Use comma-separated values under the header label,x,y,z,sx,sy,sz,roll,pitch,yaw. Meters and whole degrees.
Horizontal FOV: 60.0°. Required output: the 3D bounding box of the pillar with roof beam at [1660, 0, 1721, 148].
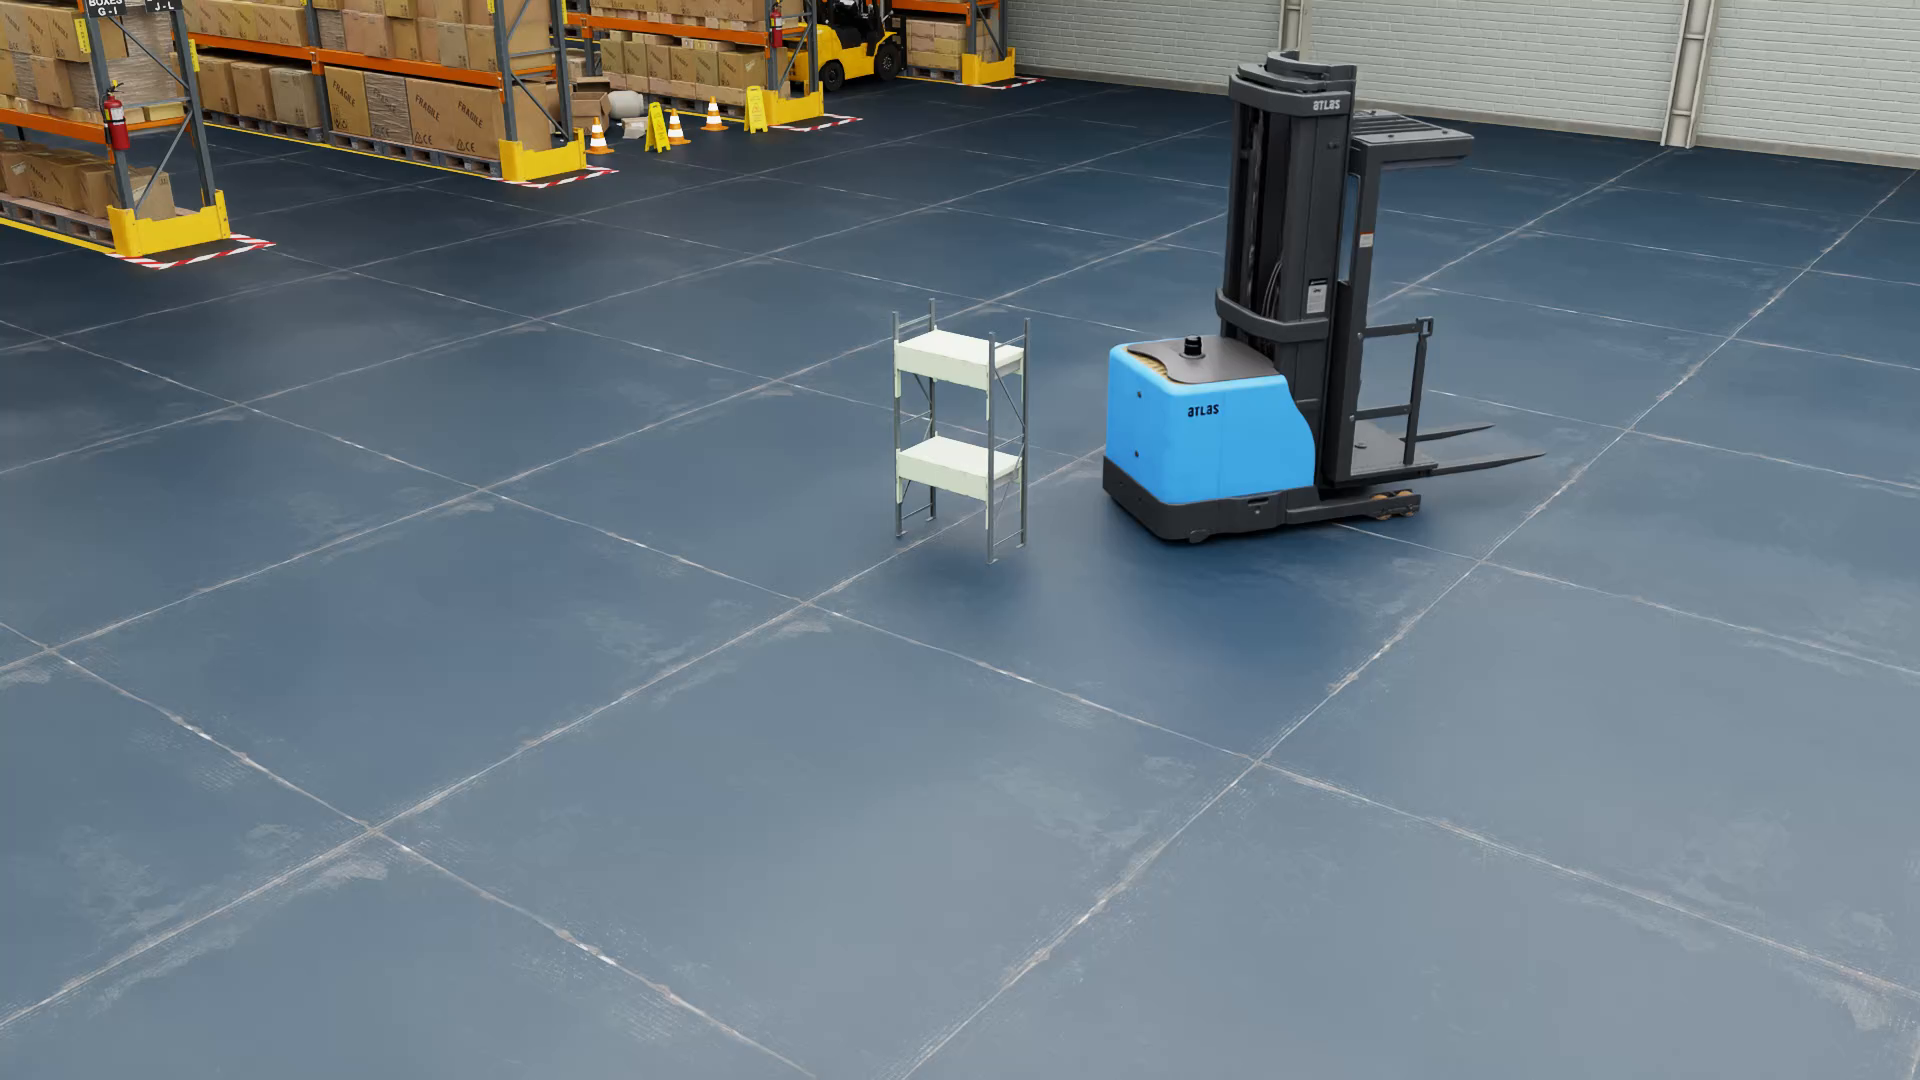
label,x,y,z,sx,sy,sz,roll,pitch,yaw
pillar with roof beam,7.480,-8.264,18.344,0.400,9.000,9.100,17,29,33

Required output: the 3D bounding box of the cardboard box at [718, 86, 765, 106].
label,x,y,z,sx,sy,sz,roll,pitch,yaw
cardboard box,-3.325,-6.796,25.343,0.500,0.250,0.500,17,29,33

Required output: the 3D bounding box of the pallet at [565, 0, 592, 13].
label,x,y,z,sx,sy,sz,roll,pitch,yaw
pallet,-6.223,-8.859,27.373,1.213,0.211,1.003,17,29,33

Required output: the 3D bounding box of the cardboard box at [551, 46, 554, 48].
label,x,y,z,sx,sy,sz,roll,pitch,yaw
cardboard box,-7.255,-8.171,28.312,0.625,0.372,0.950,18,29,35

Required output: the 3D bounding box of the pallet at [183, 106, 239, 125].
label,x,y,z,sx,sy,sz,roll,pitch,yaw
pallet,-11.202,-6.569,25.398,1.213,0.211,1.003,17,29,33

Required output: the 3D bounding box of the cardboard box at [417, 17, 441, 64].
label,x,y,z,sx,sy,sz,roll,pitch,yaw
cardboard box,-6.536,-6.572,21.759,0.550,0.550,0.875,17,29,33

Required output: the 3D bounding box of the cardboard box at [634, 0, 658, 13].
label,x,y,z,sx,sy,sz,roll,pitch,yaw
cardboard box,-4.704,-8.461,25.739,0.500,0.500,0.500,17,29,33

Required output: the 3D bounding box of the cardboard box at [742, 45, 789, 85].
label,x,y,z,sx,sy,sz,roll,pitch,yaw
cardboard box,-2.997,-7.314,25.590,0.500,0.500,0.500,16,28,32

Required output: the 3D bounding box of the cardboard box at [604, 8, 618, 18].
label,x,y,z,sx,sy,sz,roll,pitch,yaw
cardboard box,-5.406,-8.376,26.351,0.250,0.149,0.380,18,29,35

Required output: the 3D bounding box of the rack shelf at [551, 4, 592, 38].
label,x,y,z,sx,sy,sz,roll,pitch,yaw
rack shelf,-7.299,-8.869,28.051,4.000,0.370,1.077,17,29,33

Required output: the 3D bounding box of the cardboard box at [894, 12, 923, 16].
label,x,y,z,sx,sy,sz,roll,pitch,yaw
cardboard box,-0.997,-9.289,29.761,0.500,0.250,0.500,16,28,32

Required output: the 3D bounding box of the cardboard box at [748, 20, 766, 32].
label,x,y,z,sx,sy,sz,roll,pitch,yaw
cardboard box,-2.926,-7.654,24.713,0.250,0.149,0.380,18,29,35

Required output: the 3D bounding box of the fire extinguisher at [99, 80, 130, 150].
label,x,y,z,sx,sy,sz,roll,pitch,yaw
fire extinguisher,-8.626,-4.338,16.972,0.183,0.674,0.296,17,29,33

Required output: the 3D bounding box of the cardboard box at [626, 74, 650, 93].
label,x,y,z,sx,sy,sz,roll,pitch,yaw
cardboard box,-4.955,-7.293,26.472,0.500,0.250,0.500,19,30,36

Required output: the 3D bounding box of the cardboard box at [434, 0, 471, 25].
label,x,y,z,sx,sy,sz,roll,pitch,yaw
cardboard box,-6.155,-6.894,21.152,0.550,0.550,0.875,17,29,33

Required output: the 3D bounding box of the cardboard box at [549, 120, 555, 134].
label,x,y,z,sx,sy,sz,roll,pitch,yaw
cardboard box,-6.107,-6.021,24.085,0.396,0.266,0.258,-21,31,-39

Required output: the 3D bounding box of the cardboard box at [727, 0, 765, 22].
label,x,y,z,sx,sy,sz,roll,pitch,yaw
cardboard box,-3.098,-7.972,24.629,0.500,0.500,0.500,16,29,32

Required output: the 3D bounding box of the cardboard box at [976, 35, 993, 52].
label,x,y,z,sx,sy,sz,roll,pitch,yaw
cardboard box,0.224,-8.693,29.029,0.500,0.250,0.500,17,29,34

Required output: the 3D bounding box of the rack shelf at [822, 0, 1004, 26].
label,x,y,z,sx,sy,sz,roll,pitch,yaw
rack shelf,-1.124,-9.504,29.493,4.000,0.370,1.077,17,29,33

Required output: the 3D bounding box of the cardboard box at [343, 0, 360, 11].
label,x,y,z,sx,sy,sz,roll,pitch,yaw
cardboard box,-7.802,-7.460,22.436,0.550,0.550,0.875,17,29,33

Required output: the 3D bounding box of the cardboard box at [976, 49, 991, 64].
label,x,y,z,sx,sy,sz,roll,pitch,yaw
cardboard box,0.200,-8.466,29.133,0.500,0.250,0.500,17,29,34

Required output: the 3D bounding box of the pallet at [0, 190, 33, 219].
label,x,y,z,sx,sy,sz,roll,pitch,yaw
pallet,-11.084,-4.090,19.772,1.213,0.211,1.003,17,29,33

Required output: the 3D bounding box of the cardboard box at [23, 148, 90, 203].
label,x,y,z,sx,sy,sz,roll,pitch,yaw
cardboard box,-10.339,-4.195,19.131,0.500,0.500,0.500,14,27,29

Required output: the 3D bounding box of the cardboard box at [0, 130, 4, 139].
label,x,y,z,sx,sy,sz,roll,pitch,yaw
cardboard box,-12.121,-4.730,20.320,0.500,0.500,0.700,14,28,29

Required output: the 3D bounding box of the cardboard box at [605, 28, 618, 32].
label,x,y,z,sx,sy,sz,roll,pitch,yaw
cardboard box,-6.787,-10.490,33.417,0.500,0.500,0.500,16,29,33

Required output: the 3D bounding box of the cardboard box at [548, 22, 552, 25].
label,x,y,z,sx,sy,sz,roll,pitch,yaw
cardboard box,-8.442,-10.985,34.540,0.500,0.500,0.500,16,29,33

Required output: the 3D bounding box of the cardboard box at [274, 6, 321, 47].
label,x,y,z,sx,sy,sz,roll,pitch,yaw
cardboard box,-9.165,-7.179,23.199,0.500,0.500,0.500,17,29,33

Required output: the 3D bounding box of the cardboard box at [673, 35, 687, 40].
label,x,y,z,sx,sy,sz,roll,pitch,yaw
cardboard box,-4.656,-7.813,26.721,0.500,0.500,0.500,17,29,34

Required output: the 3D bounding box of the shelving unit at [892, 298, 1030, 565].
label,x,y,z,sx,sy,sz,roll,pitch,yaw
shelving unit,0.005,-0.685,10.444,0.755,1.500,0.431,17,29,33

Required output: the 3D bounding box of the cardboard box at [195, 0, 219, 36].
label,x,y,z,sx,sy,sz,roll,pitch,yaw
cardboard box,-10.778,-7.666,24.306,0.500,0.500,0.500,17,29,33

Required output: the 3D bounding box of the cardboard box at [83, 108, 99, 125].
label,x,y,z,sx,sy,sz,roll,pitch,yaw
cardboard box,-8.993,-4.498,17.550,0.250,0.149,0.380,17,29,33

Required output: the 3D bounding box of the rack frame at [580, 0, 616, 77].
label,x,y,z,sx,sy,sz,roll,pitch,yaw
rack frame,-5.699,-8.715,26.809,0.127,3.000,1.000,17,29,33

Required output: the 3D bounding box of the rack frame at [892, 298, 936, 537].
label,x,y,z,sx,sy,sz,roll,pitch,yaw
rack frame,-0.288,-0.773,10.645,0.023,1.500,0.400,17,29,33

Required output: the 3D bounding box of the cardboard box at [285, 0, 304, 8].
label,x,y,z,sx,sy,sz,roll,pitch,yaw
cardboard box,-8.987,-7.715,23.175,0.500,0.500,0.700,16,29,32

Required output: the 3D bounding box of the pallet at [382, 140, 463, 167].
label,x,y,z,sx,sy,sz,roll,pitch,yaw
pallet,-7.045,-5.313,22.547,1.213,0.211,1.003,17,29,33

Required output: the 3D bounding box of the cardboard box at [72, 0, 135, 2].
label,x,y,z,sx,sy,sz,roll,pitch,yaw
cardboard box,-9.114,-5.534,17.856,0.500,0.500,0.500,17,29,33

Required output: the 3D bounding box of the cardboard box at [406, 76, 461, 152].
label,x,y,z,sx,sy,sz,roll,pitch,yaw
cardboard box,-6.674,-5.701,22.082,0.875,0.875,0.875,16,29,32

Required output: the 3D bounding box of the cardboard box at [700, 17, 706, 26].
label,x,y,z,sx,sy,sz,roll,pitch,yaw
cardboard box,-3.732,-7.908,25.290,0.250,0.149,0.380,17,29,34

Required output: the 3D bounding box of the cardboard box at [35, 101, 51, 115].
label,x,y,z,sx,sy,sz,roll,pitch,yaw
cardboard box,-9.803,-4.734,18.087,0.250,0.149,0.380,17,29,33

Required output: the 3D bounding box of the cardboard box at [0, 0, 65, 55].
label,x,y,z,sx,sy,sz,roll,pitch,yaw
cardboard box,-9.832,-5.484,17.742,0.500,0.500,0.500,17,29,33

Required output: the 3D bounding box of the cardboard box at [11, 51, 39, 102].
label,x,y,z,sx,sy,sz,roll,pitch,yaw
cardboard box,-9.711,-5.091,18.091,0.500,0.500,0.875,17,29,33

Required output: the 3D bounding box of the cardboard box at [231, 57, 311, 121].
label,x,y,z,sx,sy,sz,roll,pitch,yaw
cardboard box,-9.907,-6.611,24.305,0.750,0.750,1.050,17,29,33

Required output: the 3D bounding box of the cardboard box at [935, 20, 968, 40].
label,x,y,z,sx,sy,sz,roll,pitch,yaw
cardboard box,-0.080,-8.752,28.543,0.500,0.250,0.500,18,29,35

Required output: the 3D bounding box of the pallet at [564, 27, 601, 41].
label,x,y,z,sx,sy,sz,roll,pitch,yaw
pallet,-7.472,-10.496,34.311,1.213,0.211,1.003,17,29,33

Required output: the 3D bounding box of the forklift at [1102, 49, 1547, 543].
label,x,y,z,sx,sy,sz,roll,pitch,yaw
forklift,2.548,-1.666,10.895,3.031,2.935,1.130,-8,25,-18

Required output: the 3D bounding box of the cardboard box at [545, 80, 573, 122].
label,x,y,z,sx,sy,sz,roll,pitch,yaw
cardboard box,-6.175,-6.499,24.707,0.503,0.637,0.797,17,29,33

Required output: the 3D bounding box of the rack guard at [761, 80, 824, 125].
label,x,y,z,sx,sy,sz,roll,pitch,yaw
rack guard,-2.559,-6.622,25.159,0.348,0.500,1.175,17,29,33

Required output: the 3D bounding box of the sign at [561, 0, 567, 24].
label,x,y,z,sx,sy,sz,roll,pitch,yaw
sign,-5.048,-6.736,21.146,0.005,0.325,0.100,17,29,33

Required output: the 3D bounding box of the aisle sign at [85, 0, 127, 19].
label,x,y,z,sx,sy,sz,roll,pitch,yaw
aisle sign,-8.572,-5.628,16.579,0.004,0.787,0.394,17,29,33

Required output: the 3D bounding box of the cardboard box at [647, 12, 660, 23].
label,x,y,z,sx,sy,sz,roll,pitch,yaw
cardboard box,-4.621,-8.108,25.743,0.250,0.149,0.380,17,29,34

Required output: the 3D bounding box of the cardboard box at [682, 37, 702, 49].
label,x,y,z,sx,sy,sz,roll,pitch,yaw
cardboard box,-4.039,-7.624,25.488,0.250,0.149,0.380,18,30,35

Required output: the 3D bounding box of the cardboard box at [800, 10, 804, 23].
label,x,y,z,sx,sy,sz,roll,pitch,yaw
cardboard box,-3.149,-9.545,31.118,0.625,0.625,0.875,18,30,36

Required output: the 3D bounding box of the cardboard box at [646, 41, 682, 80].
label,x,y,z,sx,sy,sz,roll,pitch,yaw
cardboard box,-4.539,-7.510,26.035,0.500,0.500,0.500,19,30,36

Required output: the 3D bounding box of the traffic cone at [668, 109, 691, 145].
label,x,y,z,sx,sy,sz,roll,pitch,yaw
traffic cone,-4.009,-5.834,23.417,0.334,0.463,0.336,17,29,33

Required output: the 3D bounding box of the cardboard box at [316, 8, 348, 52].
label,x,y,z,sx,sy,sz,roll,pitch,yaw
cardboard box,-8.284,-7.076,22.905,0.550,0.550,0.875,17,29,33
